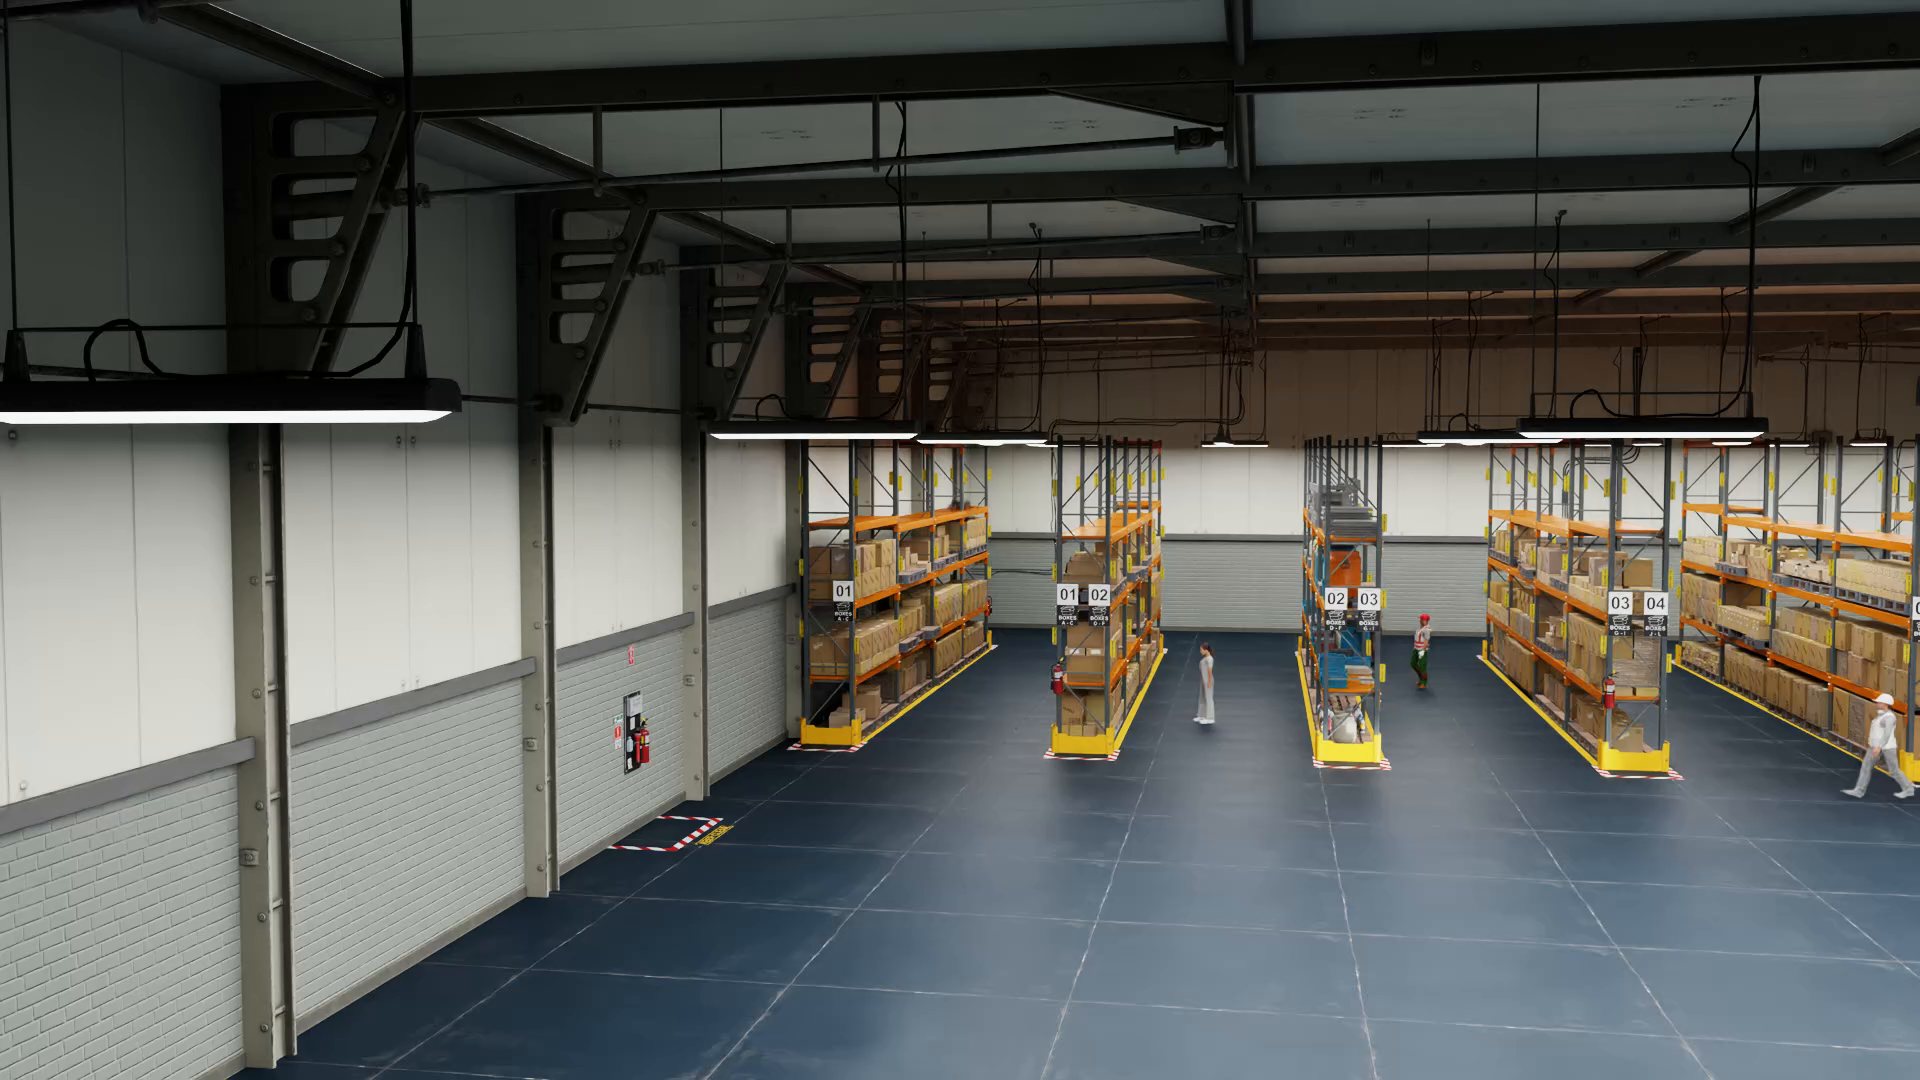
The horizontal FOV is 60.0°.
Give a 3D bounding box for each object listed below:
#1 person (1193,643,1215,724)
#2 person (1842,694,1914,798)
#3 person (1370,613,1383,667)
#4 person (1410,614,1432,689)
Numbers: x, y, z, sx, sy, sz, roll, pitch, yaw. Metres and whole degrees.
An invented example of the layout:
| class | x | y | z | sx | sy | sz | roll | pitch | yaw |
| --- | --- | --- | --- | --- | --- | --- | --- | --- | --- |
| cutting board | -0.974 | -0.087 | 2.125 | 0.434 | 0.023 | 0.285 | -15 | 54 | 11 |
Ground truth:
| class | x | y | z | sx | sy | sz | roll | pitch | yaw |
| --- | --- | --- | --- | --- | --- | --- | --- | --- | --- |
| person | 5.132 | 2.991 | 34.906 | 0.433 | 1.676 | 0.507 | -1 | 3 | -12 |
| person | 15.068 | 3.381 | 27.187 | 1.025 | 1.734 | 0.519 | 0 | 3 | -5 |
| person | 10.946 | 2.493 | 44.133 | 0.579 | 1.749 | 0.561 | -1 | 3 | -25 |
| person | 11.115 | 2.658 | 40.056 | 0.450 | 1.787 | 0.644 | -1 | 3 | -13 |
